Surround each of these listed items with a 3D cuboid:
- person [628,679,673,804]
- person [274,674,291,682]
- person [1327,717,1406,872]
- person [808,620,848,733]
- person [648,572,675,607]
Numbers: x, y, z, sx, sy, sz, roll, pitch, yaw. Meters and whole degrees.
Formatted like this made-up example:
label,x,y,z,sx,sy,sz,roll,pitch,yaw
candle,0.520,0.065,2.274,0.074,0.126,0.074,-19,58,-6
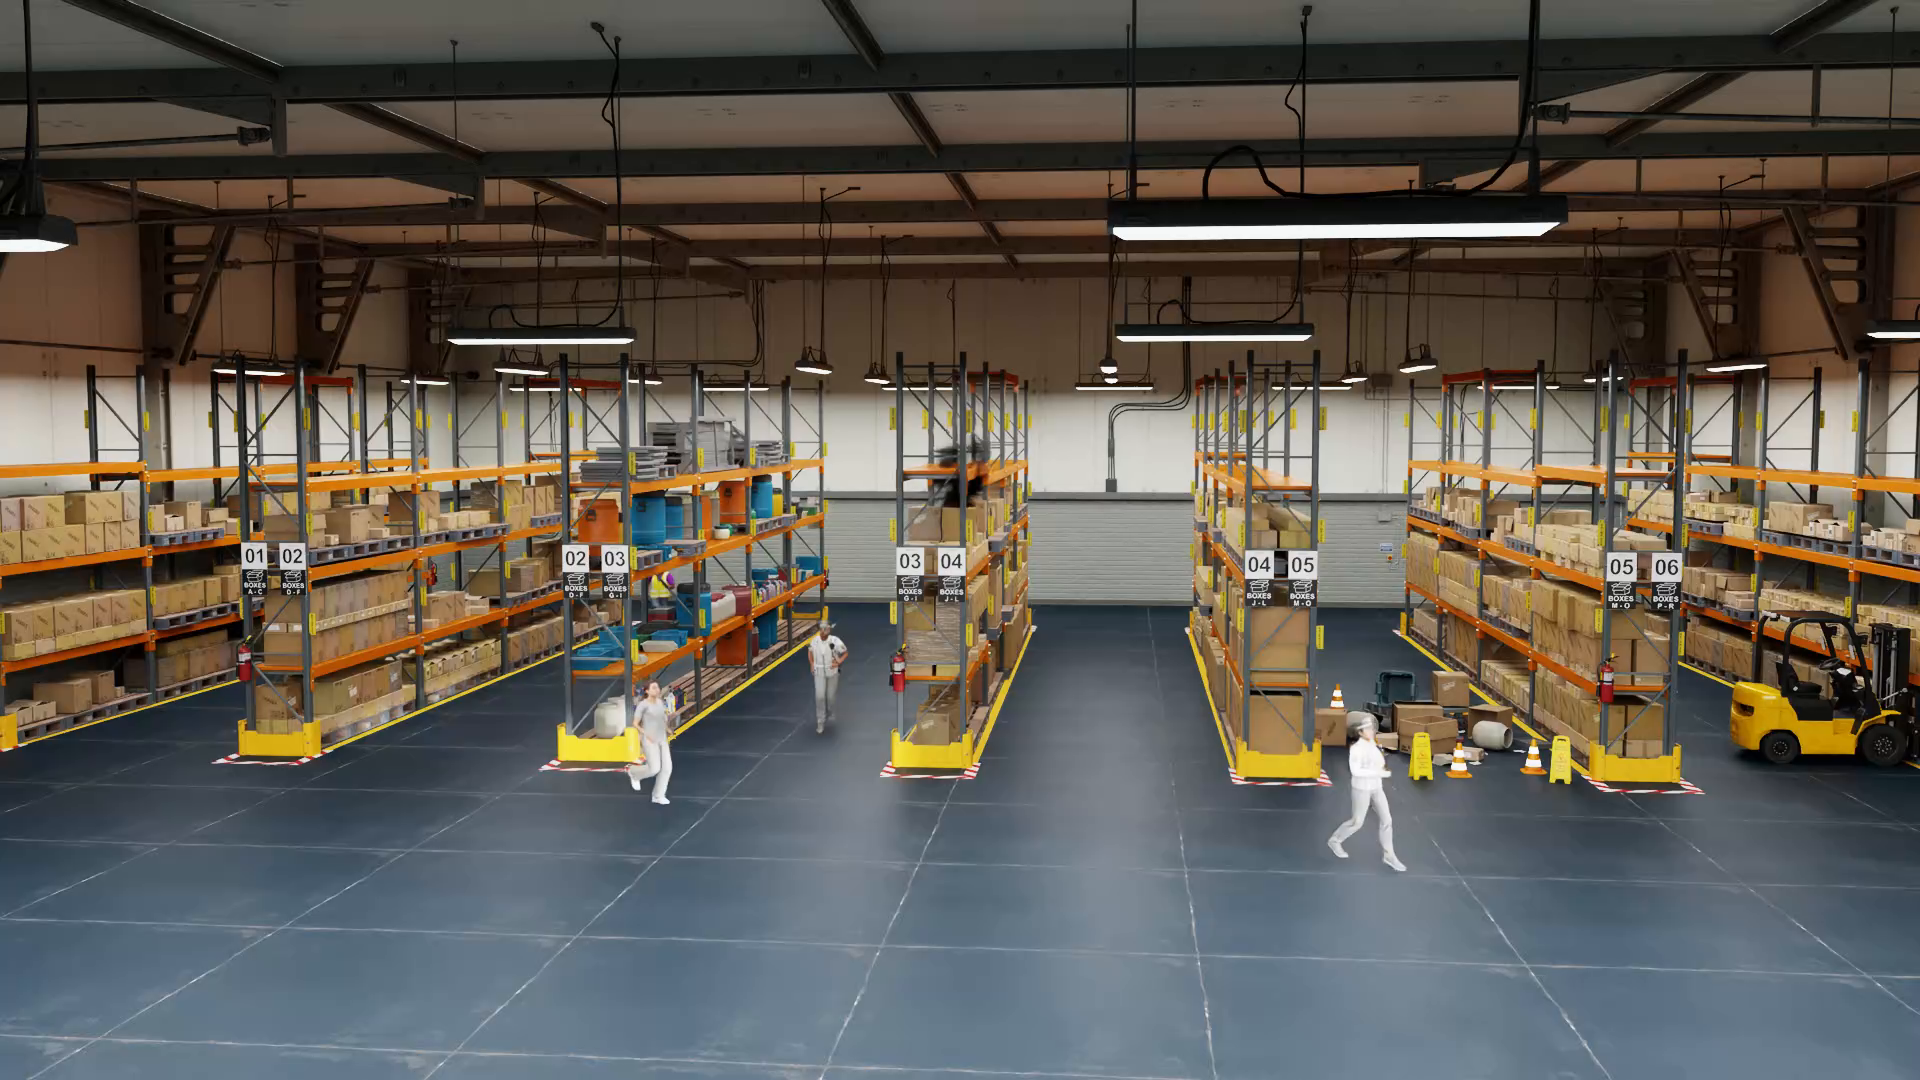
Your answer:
label,x,y,z,sx,sy,sz,roll,pitch,yaw
person,-4.057,2.636,21.879,0.686,1.627,0.577,3,5,37
person,-11.469,2.204,28.251,0.539,1.591,0.825,0,4,-2
person,4.595,2.824,18.732,0.620,1.703,0.928,-4,5,-42
person,-2.153,2.202,27.152,0.675,1.845,0.793,0,4,4
person,-6.956,1.352,38.556,0.694,1.772,0.960,0,4,-7
